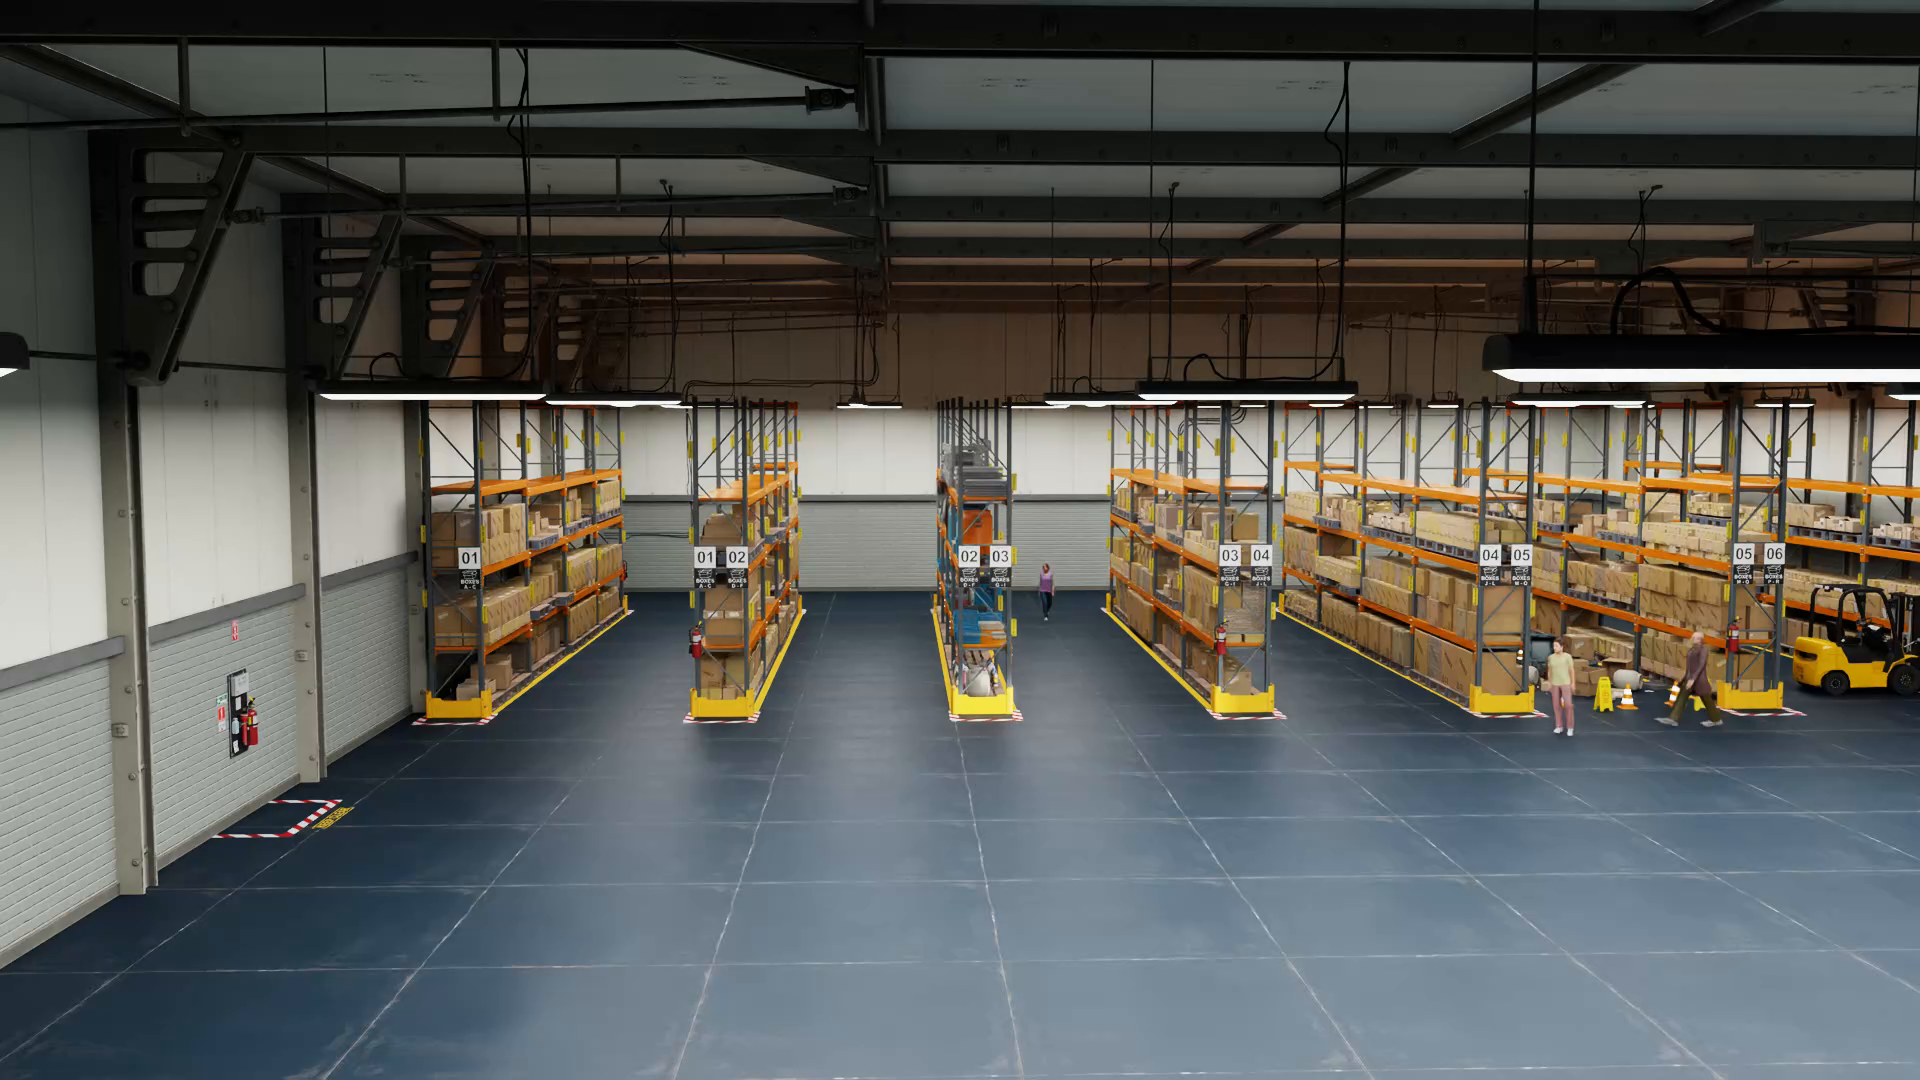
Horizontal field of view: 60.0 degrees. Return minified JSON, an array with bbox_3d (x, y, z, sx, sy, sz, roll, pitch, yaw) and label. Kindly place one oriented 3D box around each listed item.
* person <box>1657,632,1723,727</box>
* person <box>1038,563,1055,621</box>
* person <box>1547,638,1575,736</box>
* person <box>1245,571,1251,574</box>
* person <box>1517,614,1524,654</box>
[{"bbox_3d":[13.249,2.524,30.037,1.094,1.728,0.564,-1,5,-14],"label":"person"},{"bbox_3d":[2.361,1.412,45.546,0.435,1.558,0.703,-1,4,-8],"label":"person"},{"bbox_3d":[10.705,2.611,29.619,0.541,1.712,0.392,4,6,39],"label":"person"},{"bbox_3d":[8.077,1.284,47.205,0.479,1.577,1.077,1,4,8],"label":"person"},{"bbox_3d":[13.191,1.811,39.048,0.611,1.762,0.495,-3,6,-38],"label":"person"}]
